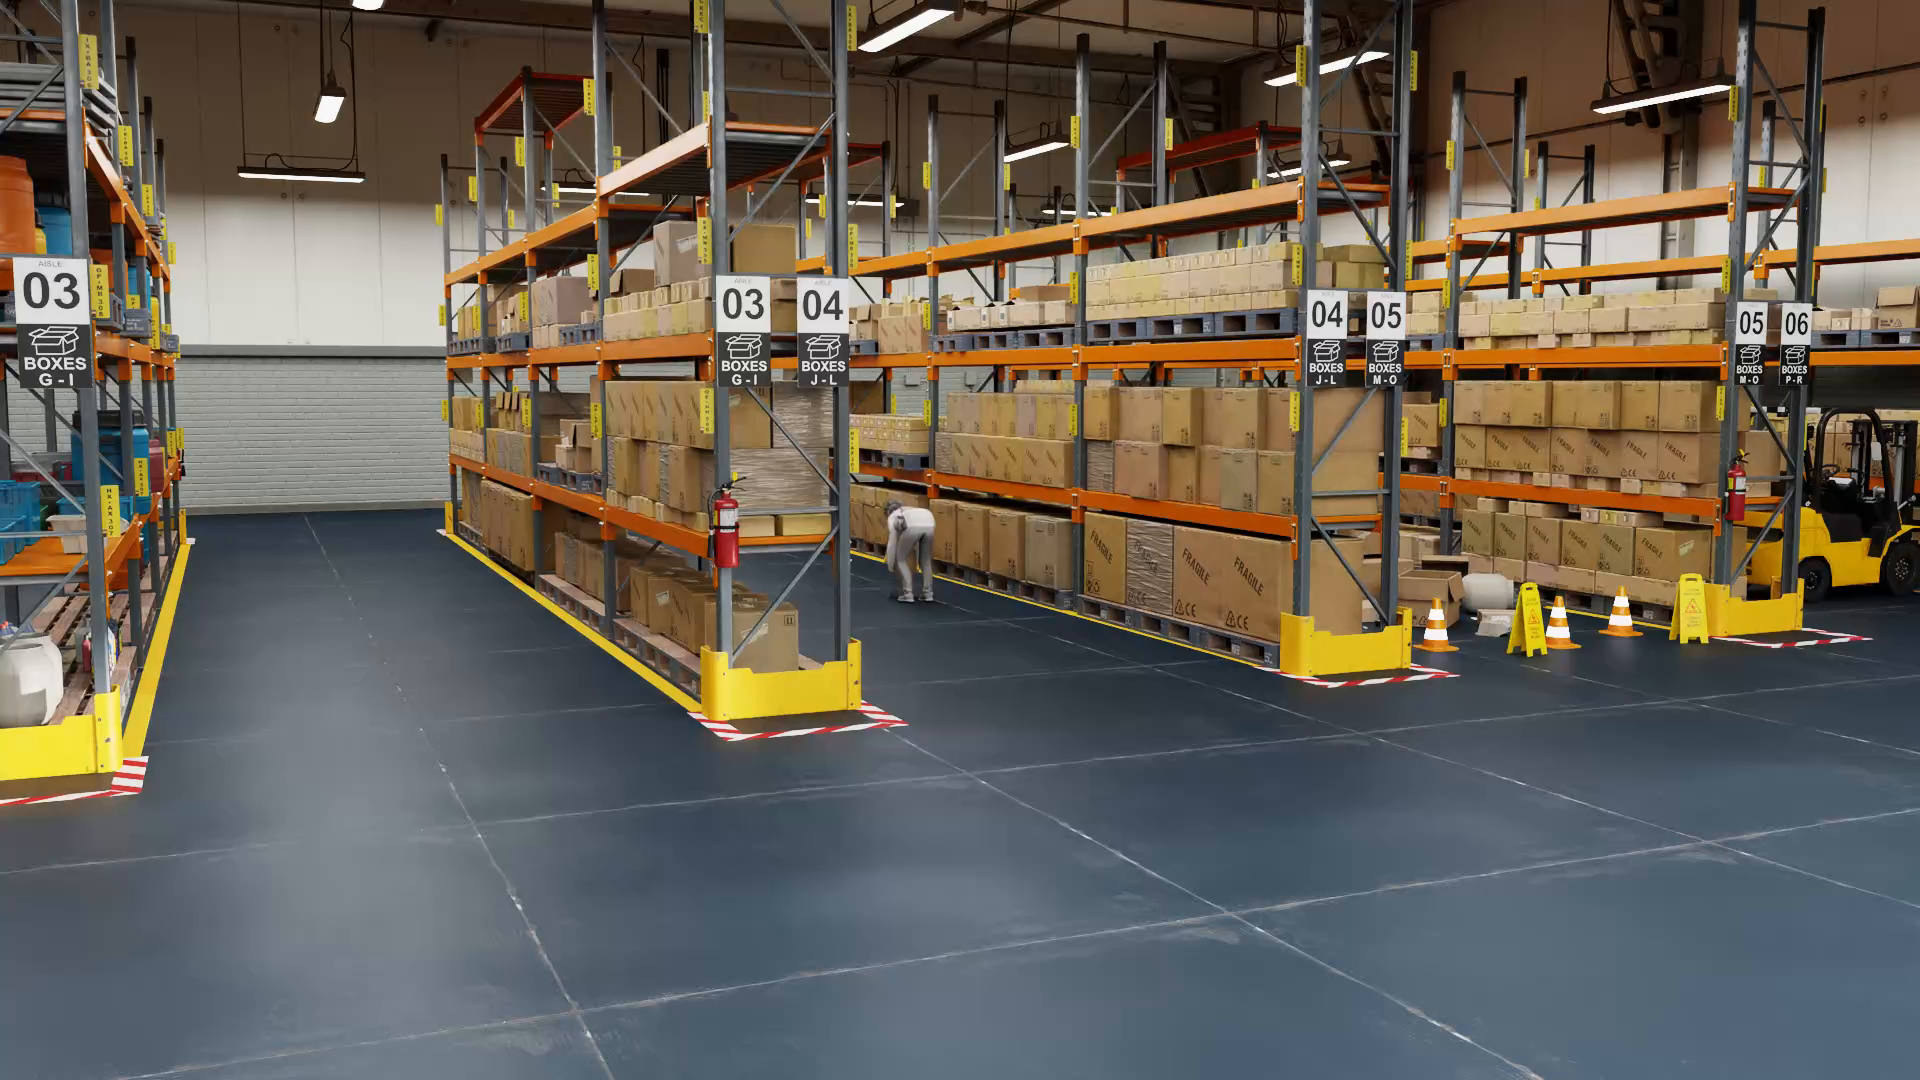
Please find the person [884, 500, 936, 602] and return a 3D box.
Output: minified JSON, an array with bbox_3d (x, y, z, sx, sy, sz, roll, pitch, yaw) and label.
[{"bbox_3d":[-0.586,0.119,18.689,0.415,1.108,0.926,-3,6,-26],"label":"person"}]
